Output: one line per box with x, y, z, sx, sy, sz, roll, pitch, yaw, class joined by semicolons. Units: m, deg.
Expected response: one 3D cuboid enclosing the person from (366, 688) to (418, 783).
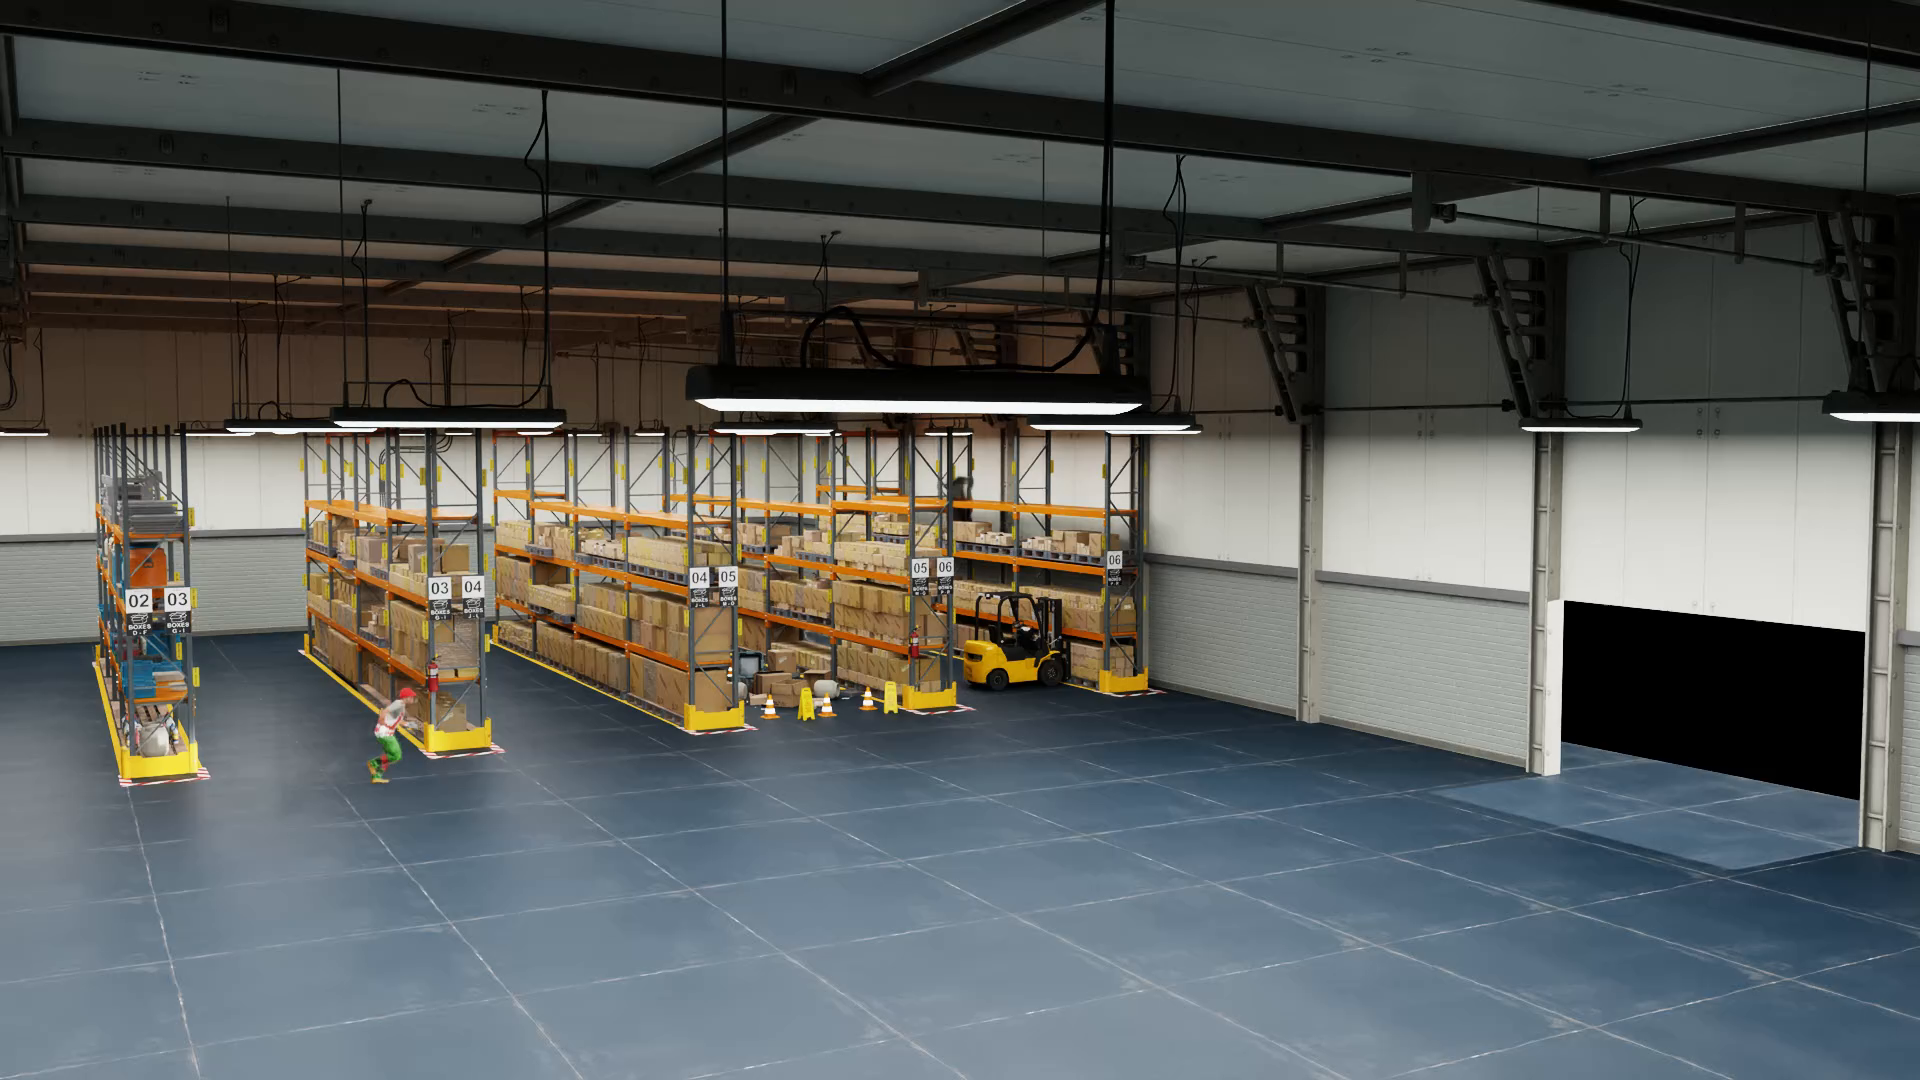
-9.439;3.259;27.609;0.833;1.590;0.699;-1;3;-8;person

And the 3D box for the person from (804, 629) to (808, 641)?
-4.349;2.145;45.604;0.786;1.714;0.664;0;3;4;person
